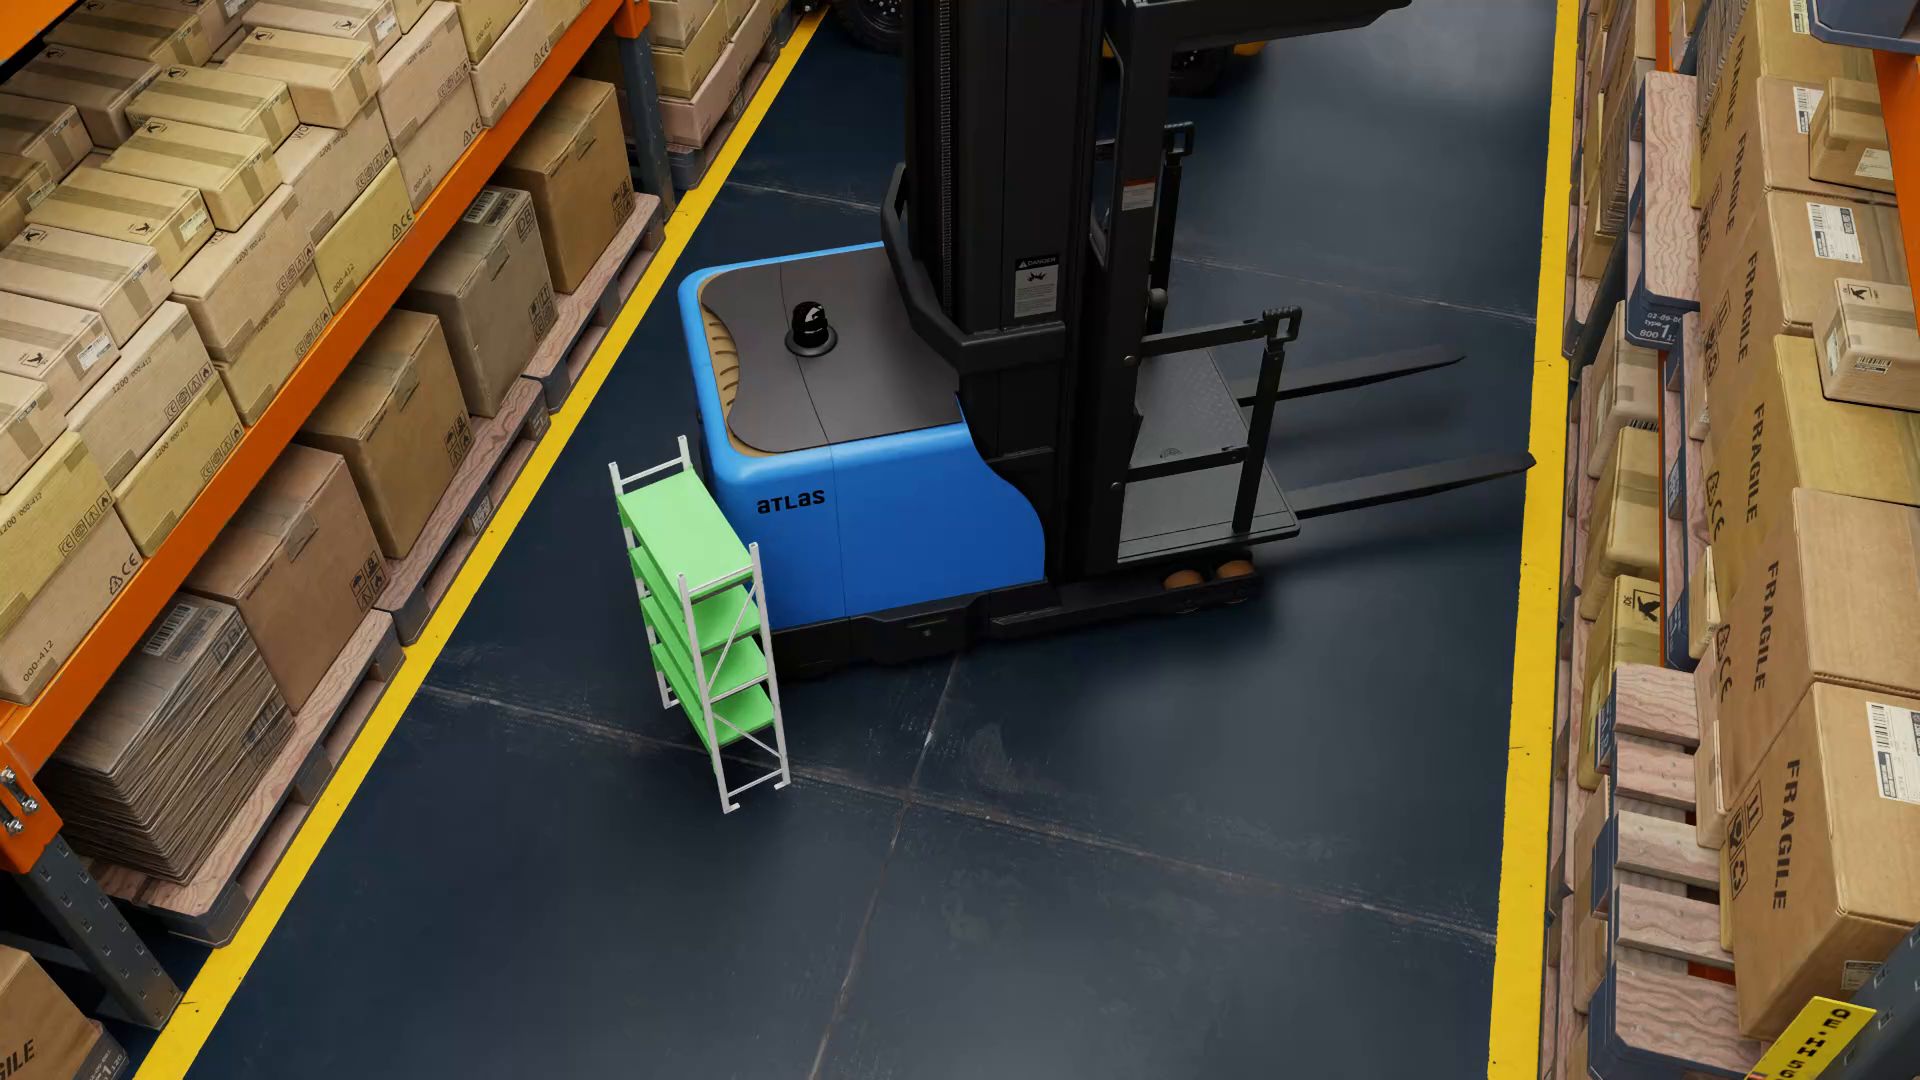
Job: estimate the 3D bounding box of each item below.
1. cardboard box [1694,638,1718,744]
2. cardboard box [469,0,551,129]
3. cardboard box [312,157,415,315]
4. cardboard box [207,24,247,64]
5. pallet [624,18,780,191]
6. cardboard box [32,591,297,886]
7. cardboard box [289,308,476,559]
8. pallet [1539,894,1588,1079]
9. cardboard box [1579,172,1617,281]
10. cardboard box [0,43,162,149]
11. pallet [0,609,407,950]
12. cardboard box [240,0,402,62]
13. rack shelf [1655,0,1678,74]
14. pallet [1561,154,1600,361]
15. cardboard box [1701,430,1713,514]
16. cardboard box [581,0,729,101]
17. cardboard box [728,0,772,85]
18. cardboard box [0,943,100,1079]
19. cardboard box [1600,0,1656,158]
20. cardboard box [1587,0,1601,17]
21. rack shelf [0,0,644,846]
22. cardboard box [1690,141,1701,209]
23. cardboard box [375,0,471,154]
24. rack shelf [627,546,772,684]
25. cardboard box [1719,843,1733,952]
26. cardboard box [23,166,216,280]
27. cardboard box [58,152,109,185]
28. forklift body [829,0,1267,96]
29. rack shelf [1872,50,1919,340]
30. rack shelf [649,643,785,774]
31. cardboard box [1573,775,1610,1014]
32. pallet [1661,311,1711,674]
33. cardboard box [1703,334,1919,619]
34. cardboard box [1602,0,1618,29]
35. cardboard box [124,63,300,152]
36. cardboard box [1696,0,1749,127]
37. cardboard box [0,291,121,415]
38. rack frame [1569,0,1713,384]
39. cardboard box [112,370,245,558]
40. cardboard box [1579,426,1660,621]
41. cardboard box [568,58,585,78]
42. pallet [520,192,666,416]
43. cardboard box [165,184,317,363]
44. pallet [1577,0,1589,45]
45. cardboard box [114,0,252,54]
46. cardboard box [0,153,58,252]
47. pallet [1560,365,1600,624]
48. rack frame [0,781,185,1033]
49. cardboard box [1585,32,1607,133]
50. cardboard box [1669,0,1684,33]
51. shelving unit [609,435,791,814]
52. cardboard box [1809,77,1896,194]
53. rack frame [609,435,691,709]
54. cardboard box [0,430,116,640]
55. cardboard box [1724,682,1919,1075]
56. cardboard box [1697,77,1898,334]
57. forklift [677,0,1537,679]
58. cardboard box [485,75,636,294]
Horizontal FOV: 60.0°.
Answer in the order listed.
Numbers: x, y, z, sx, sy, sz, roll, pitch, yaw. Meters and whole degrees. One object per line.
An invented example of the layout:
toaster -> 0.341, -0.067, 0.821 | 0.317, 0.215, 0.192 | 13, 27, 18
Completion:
cardboard box -> 1.902, 0.388, 3.794 | 0.380, 0.149, 0.250 | 9, 49, 8
cardboard box -> -1.799, -1.732, 5.878 | 0.500, 0.250, 0.500 | 11, 50, 10
cardboard box -> -2.088, -1.004, 5.236 | 0.500, 0.250, 0.500 | 13, 50, 11
cardboard box -> -2.461, -1.631, 5.456 | 0.500, 0.250, 0.500 | 10, 49, 9
pallet -> -1.542, -2.207, 8.057 | 1.003, 0.211, 1.213 | 12, 50, 10
cardboard box -> -2.667, 0.529, 5.086 | 0.875, 0.625, 0.625 | 13, 50, 11
cardboard box -> -2.326, -0.432, 5.935 | 0.875, 0.625, 0.625 | 10, 49, 8
pallet -> 2.152, 1.665, 4.640 | 1.003, 0.211, 1.213 | 12, 50, 10
cardboard box -> 2.894, -1.296, 6.947 | 0.500, 0.250, 0.500 | 14, 50, 12
cardboard box -> -2.569, -1.307, 4.903 | 0.380, 0.149, 0.250 | 13, 50, 11
pallet -> -2.590, 0.666, 5.522 | 1.003, 0.211, 1.213 | 12, 50, 10
cardboard box -> -1.976, -1.589, 5.153 | 0.380, 0.149, 0.250 | 12, 50, 10
rack shelf -> 3.524, -2.794, 7.196 | 1.077, 0.370, 4.000 | 12, 50, 10
pallet -> 3.140, -1.156, 7.129 | 1.003, 0.211, 1.213 | 12, 50, 10
cardboard box -> 2.136, -0.168, 4.285 | 0.380, 0.149, 0.250 | 10, 49, 9
cardboard box -> -1.367, -2.246, 7.452 | 0.500, 0.250, 0.500 | 11, 50, 10
cardboard box -> -1.226, -2.447, 7.963 | 0.500, 0.250, 0.500 | 11, 49, 9
cardboard box -> -2.749, 1.367, 4.430 | 0.500, 0.500, 0.500 | 13, 50, 11
cardboard box -> 3.027, -1.912, 6.991 | 0.500, 0.500, 0.500 | 12, 50, 11
cardboard box -> 3.430, -2.812, 8.285 | 0.500, 0.250, 0.500 | 13, 50, 11
rack shelf -> -2.318, -0.878, 5.504 | 1.077, 0.370, 4.000 | 12, 50, 10
cardboard box -> 2.473, -1.125, 5.130 | 0.380, 0.149, 0.250 | 12, 50, 11
cardboard box -> -1.943, -1.531, 5.367 | 0.500, 0.250, 0.500 | 12, 50, 11
rack shelf -> -0.794, 0.178, 5.058 | 0.258, 0.148, 0.480 | -24, 53, -19
cardboard box -> 1.805, 0.760, 3.466 | 0.380, 0.149, 0.250 | 12, 50, 11
cardboard box -> -2.271, -0.853, 4.503 | 0.380, 0.149, 0.250 | 12, 50, 10
cardboard box -> -2.727, -0.897, 4.808 | 0.500, 0.250, 0.500 | 11, 50, 10
forklift body -> 0.522, -3.443, 7.855 | 2.313, 2.155, 1.214 | 12, 50, 10
rack shelf -> 2.471, -0.894, 3.517 | 1.077, 0.370, 4.000 | 12, 50, 10
rack shelf -> -0.794, 0.496, 5.418 | 0.258, 0.148, 0.480 | -24, 53, -19
cardboard box -> 2.290, 1.096, 4.755 | 0.950, 0.372, 0.625 | 11, 49, 9
pallet -> 2.426, -0.069, 4.438 | 1.003, 0.211, 1.213 | 12, 50, 10
cardboard box -> 2.053, -0.088, 3.782 | 0.500, 0.500, 0.500 | 9, 49, 7
cardboard box -> 3.292, -2.670, 7.659 | 0.500, 0.500, 0.500 | 12, 50, 11
cardboard box -> -2.172, -1.232, 4.838 | 0.380, 0.149, 0.250 | 12, 50, 10
cardboard box -> 2.598, -1.574, 5.093 | 0.500, 0.500, 0.500 | 13, 50, 11
cardboard box -> -2.365, -0.474, 4.168 | 0.380, 0.149, 0.250 | 13, 50, 11
rack frame -> 2.998, -1.586, 5.649 | 1.000, 3.000, 0.127 | 12, 50, 10
cardboard box -> -2.355, -0.255, 4.575 | 0.500, 0.250, 0.500 | 11, 49, 9
cardboard box -> 2.676, 0.045, 5.682 | 0.950, 0.372, 0.625 | 14, 50, 12
cardboard box -> -1.861, -2.350, 7.544 | 0.500, 0.250, 0.500 | 11, 49, 9
pallet -> -1.948, -1.099, 7.079 | 1.003, 0.211, 1.213 | 12, 50, 10
cardboard box -> -2.204, -0.795, 4.718 | 0.500, 0.250, 0.500 | 10, 49, 9
pallet -> 3.783, -2.921, 8.687 | 1.003, 0.211, 1.213 | 12, 50, 10
cardboard box -> -2.478, -1.687, 5.239 | 0.380, 0.149, 0.250 | 11, 50, 10
cardboard box -> -2.725, -0.944, 4.583 | 0.380, 0.149, 0.250 | 11, 50, 10
pallet -> 2.794, -0.100, 6.197 | 1.003, 0.211, 1.213 | 12, 50, 10
rack frame -> -2.845, 0.331, 3.958 | 1.000, 3.000, 0.127 | 12, 50, 10
cardboard box -> 3.163, -2.050, 7.612 | 0.500, 0.250, 0.500 | 12, 50, 11
cardboard box -> 2.847, -1.977, 6.162 | 0.380, 0.149, 0.250 | 13, 50, 11
shelving unit -> -0.794, 0.295, 5.190 | 0.258, 1.200, 0.503 | -24, 53, -19
cardboard box -> 2.346, -0.995, 4.149 | 0.380, 0.149, 0.250 | 14, 50, 12
rack frame -> -0.916, 0.136, 5.329 | 0.240, 1.200, 0.015 | -24, 53, -19
cardboard box -> -2.468, -0.053, 4.063 | 0.500, 0.250, 0.500 | 12, 50, 10
cardboard box -> 1.796, 0.653, 3.128 | 0.500, 0.500, 0.500 | 10, 49, 9
cardboard box -> 2.323, -0.857, 4.460 | 0.500, 0.500, 0.500 | 11, 50, 10
forklift -> 0.605, -1.081, 5.249 | 3.031, 2.935, 1.130 | -10, 49, -9
cardboard box -> -1.919, -1.536, 6.909 | 0.875, 0.625, 0.625 | 14, 50, 12
